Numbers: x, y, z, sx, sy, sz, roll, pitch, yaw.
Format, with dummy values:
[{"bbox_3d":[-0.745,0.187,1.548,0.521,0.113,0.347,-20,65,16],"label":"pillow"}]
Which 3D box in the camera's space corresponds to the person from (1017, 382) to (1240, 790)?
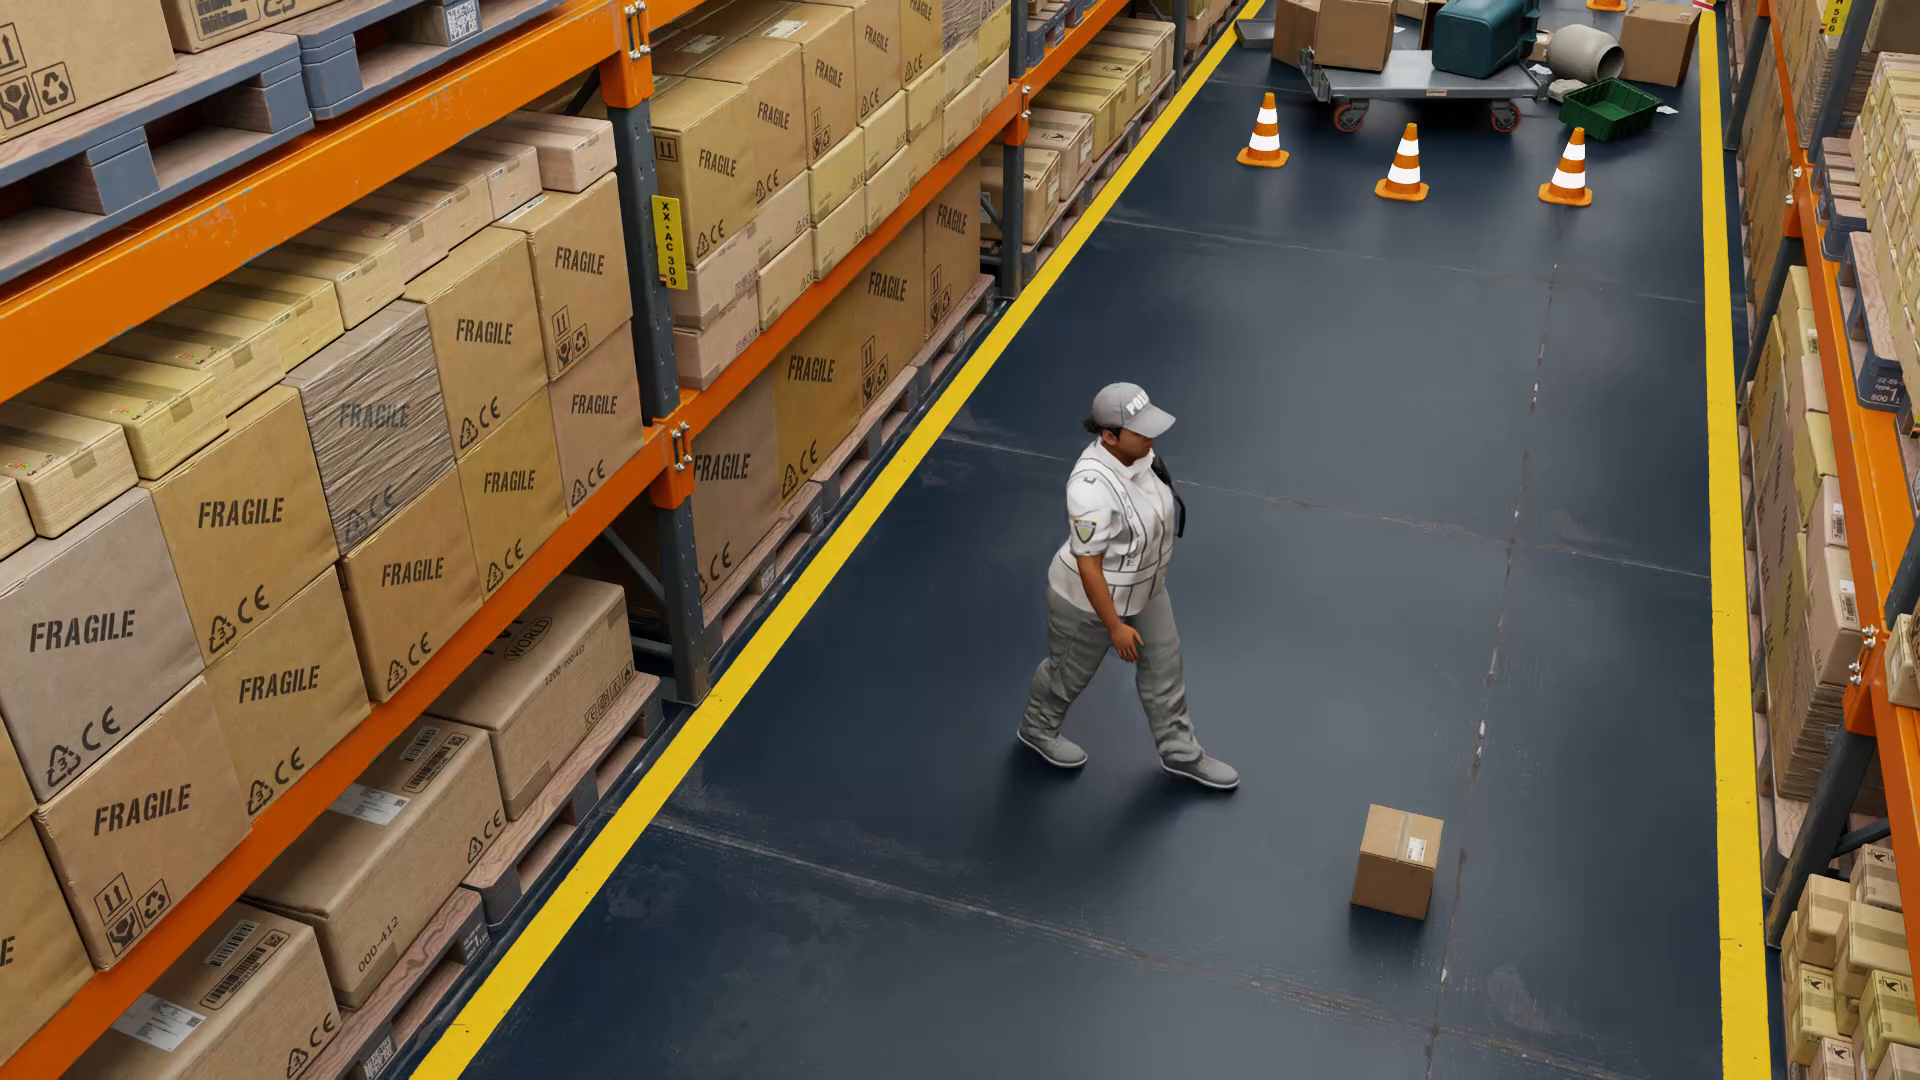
[{"bbox_3d":[0.587,0.197,5.810,0.828,1.628,0.495,22,39,29],"label":"person"}]
